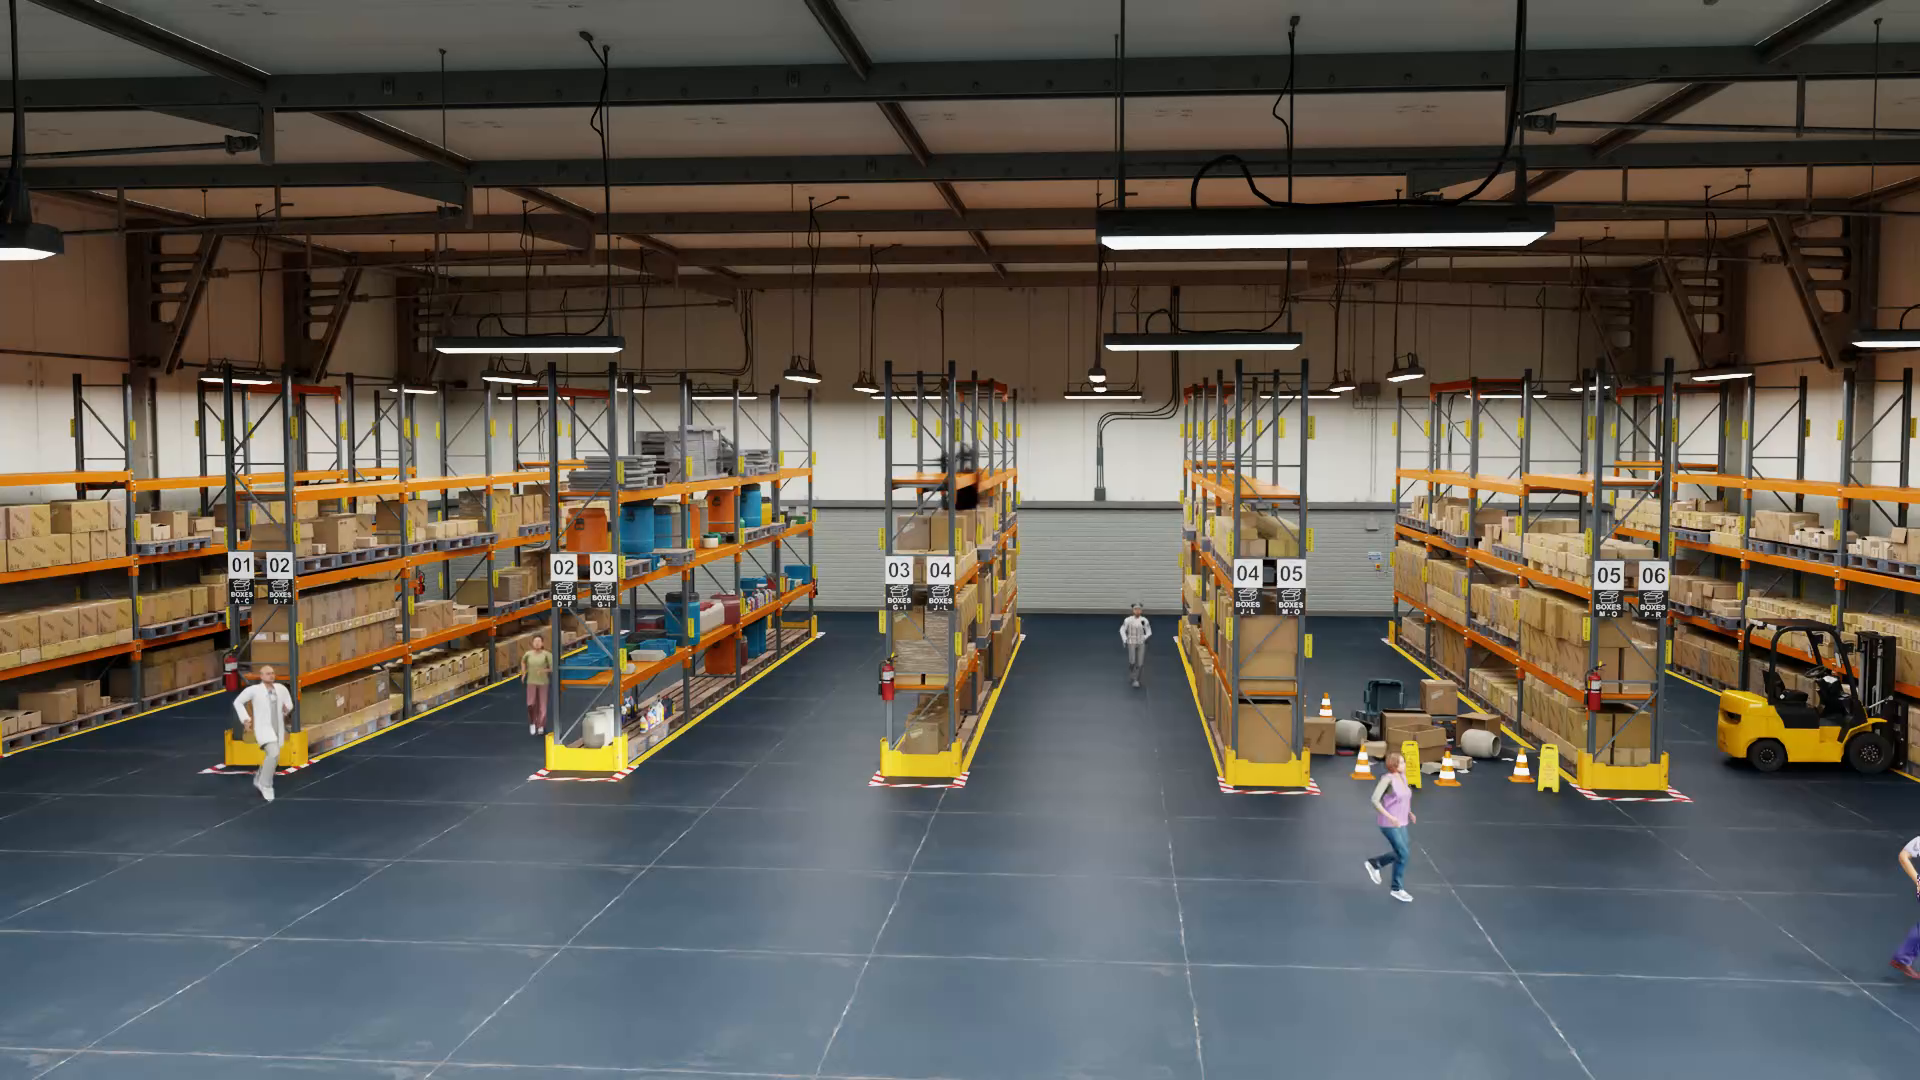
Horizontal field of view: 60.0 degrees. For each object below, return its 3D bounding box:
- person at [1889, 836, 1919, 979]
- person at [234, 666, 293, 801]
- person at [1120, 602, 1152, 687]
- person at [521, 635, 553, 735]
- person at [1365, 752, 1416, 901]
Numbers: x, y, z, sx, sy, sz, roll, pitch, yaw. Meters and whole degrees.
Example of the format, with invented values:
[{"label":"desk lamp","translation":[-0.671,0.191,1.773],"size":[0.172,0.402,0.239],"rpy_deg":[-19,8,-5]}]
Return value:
[{"label":"person","translation":[8.719,3.212,14.848],"size":[0.750,1.714,0.577],"rpy_deg":[3,5,41]},{"label":"person","translation":[-9.433,2.623,22.685],"size":[0.810,1.818,0.669],"rpy_deg":[2,4,33]},{"label":"person","translation":[3.445,2.042,32.459],"size":[0.608,1.656,0.540],"rpy_deg":[0,4,1]},{"label":"person","translation":[-6.929,2.371,27.269],"size":[0.554,1.642,0.645],"rpy_deg":[-1,4,-10]},{"label":"person","translation":[4.593,3.053,17.852],"size":[0.611,1.577,0.552],"rpy_deg":[4,5,44]}]
